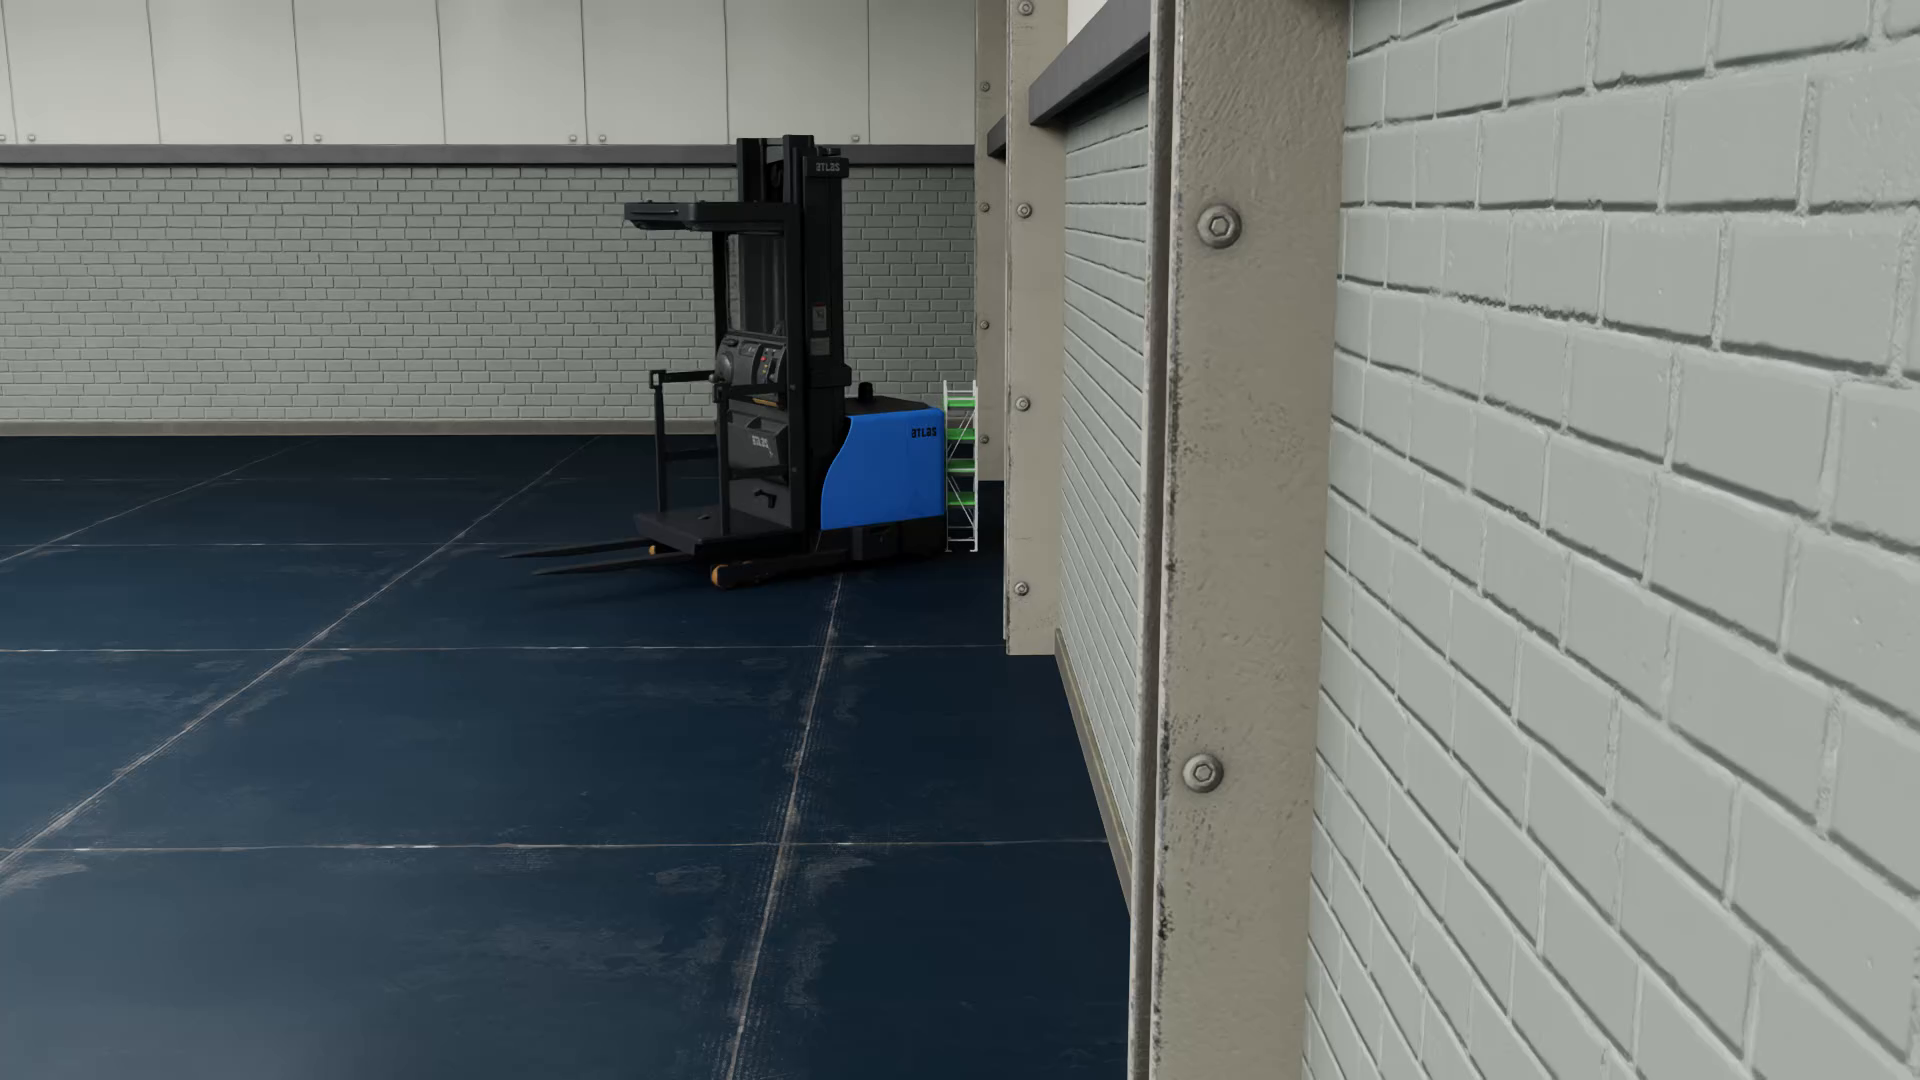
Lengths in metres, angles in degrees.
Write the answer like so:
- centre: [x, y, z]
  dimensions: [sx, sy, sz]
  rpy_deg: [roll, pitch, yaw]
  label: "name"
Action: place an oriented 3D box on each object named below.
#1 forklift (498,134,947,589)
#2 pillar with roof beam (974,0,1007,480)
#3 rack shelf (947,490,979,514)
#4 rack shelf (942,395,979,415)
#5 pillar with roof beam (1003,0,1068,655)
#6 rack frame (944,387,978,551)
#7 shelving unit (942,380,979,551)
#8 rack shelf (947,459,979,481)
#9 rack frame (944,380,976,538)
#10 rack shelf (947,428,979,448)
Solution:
- centre: [-1.600, -1.231, 11.253]
  dimensions: [3.031, 2.935, 1.130]
  rpy_deg: [-8, 14, -34]
  label: "forklift"
- centre: [-4.015, -4.979, 14.466]
  dimensions: [9.100, 9.000, 0.400]
  rpy_deg: [0, 11, -1]
  label: "pillar with roof beam"
- centre: [0.003, -0.257, 12.338]
  dimensions: [0.258, 0.148, 0.480]
  rpy_deg: [0, 11, -1]
  label: "rack shelf"
- centre: [0.003, -0.963, 12.195]
  dimensions: [0.258, 0.148, 0.480]
  rpy_deg: [0, 11, -1]
  label: "rack shelf"
- centre: [-3.891, -3.786, 8.587]
  dimensions: [9.100, 9.000, 0.400]
  rpy_deg: [0, 11, -1]
  label: "pillar with roof beam"
- centre: [0.008, -0.507, 12.039]
  dimensions: [0.240, 1.200, 0.015]
  rpy_deg: [0, 11, -1]
  label: "rack frame"
- centre: [0.003, -0.555, 12.278]
  dimensions: [0.258, 1.200, 0.503]
  rpy_deg: [0, 11, -1]
  label: "shelving unit"
- centre: [0.003, -0.492, 12.290]
  dimensions: [0.258, 0.148, 0.480]
  rpy_deg: [0, 11, -1]
  label: "rack shelf"
- centre: [-0.002, -0.604, 12.517]
  dimensions: [0.240, 1.200, 0.015]
  rpy_deg: [0, 11, -1]
  label: "rack frame"
- centre: [0.003, -0.728, 12.243]
  dimensions: [0.258, 0.148, 0.480]
  rpy_deg: [0, 11, -1]
  label: "rack shelf"
